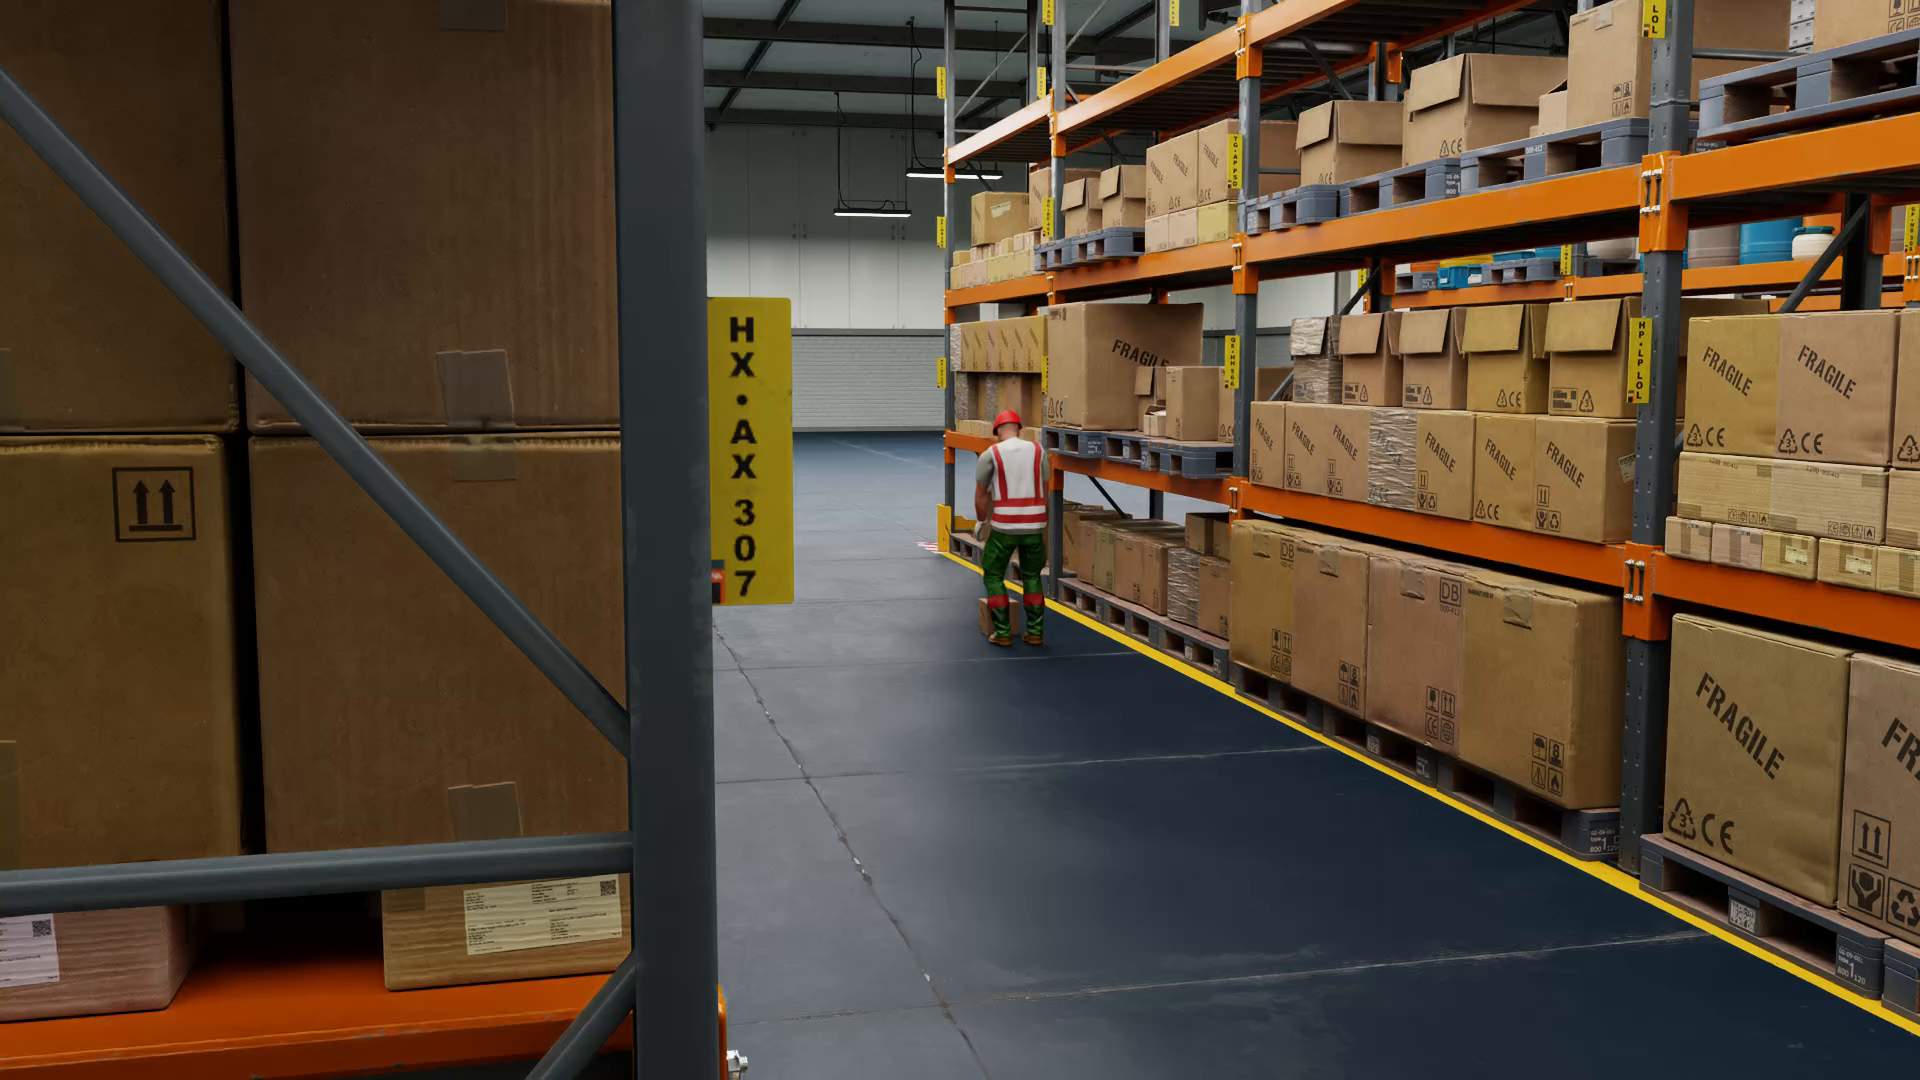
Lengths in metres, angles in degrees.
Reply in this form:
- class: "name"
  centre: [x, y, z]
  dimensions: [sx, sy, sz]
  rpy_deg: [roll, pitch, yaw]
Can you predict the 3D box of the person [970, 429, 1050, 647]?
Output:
- class: "person"
  centre: [0.363, -0.021, 12.098]
  dimensions: [0.577, 1.555, 0.669]
  rpy_deg: [-1, 6, -13]
